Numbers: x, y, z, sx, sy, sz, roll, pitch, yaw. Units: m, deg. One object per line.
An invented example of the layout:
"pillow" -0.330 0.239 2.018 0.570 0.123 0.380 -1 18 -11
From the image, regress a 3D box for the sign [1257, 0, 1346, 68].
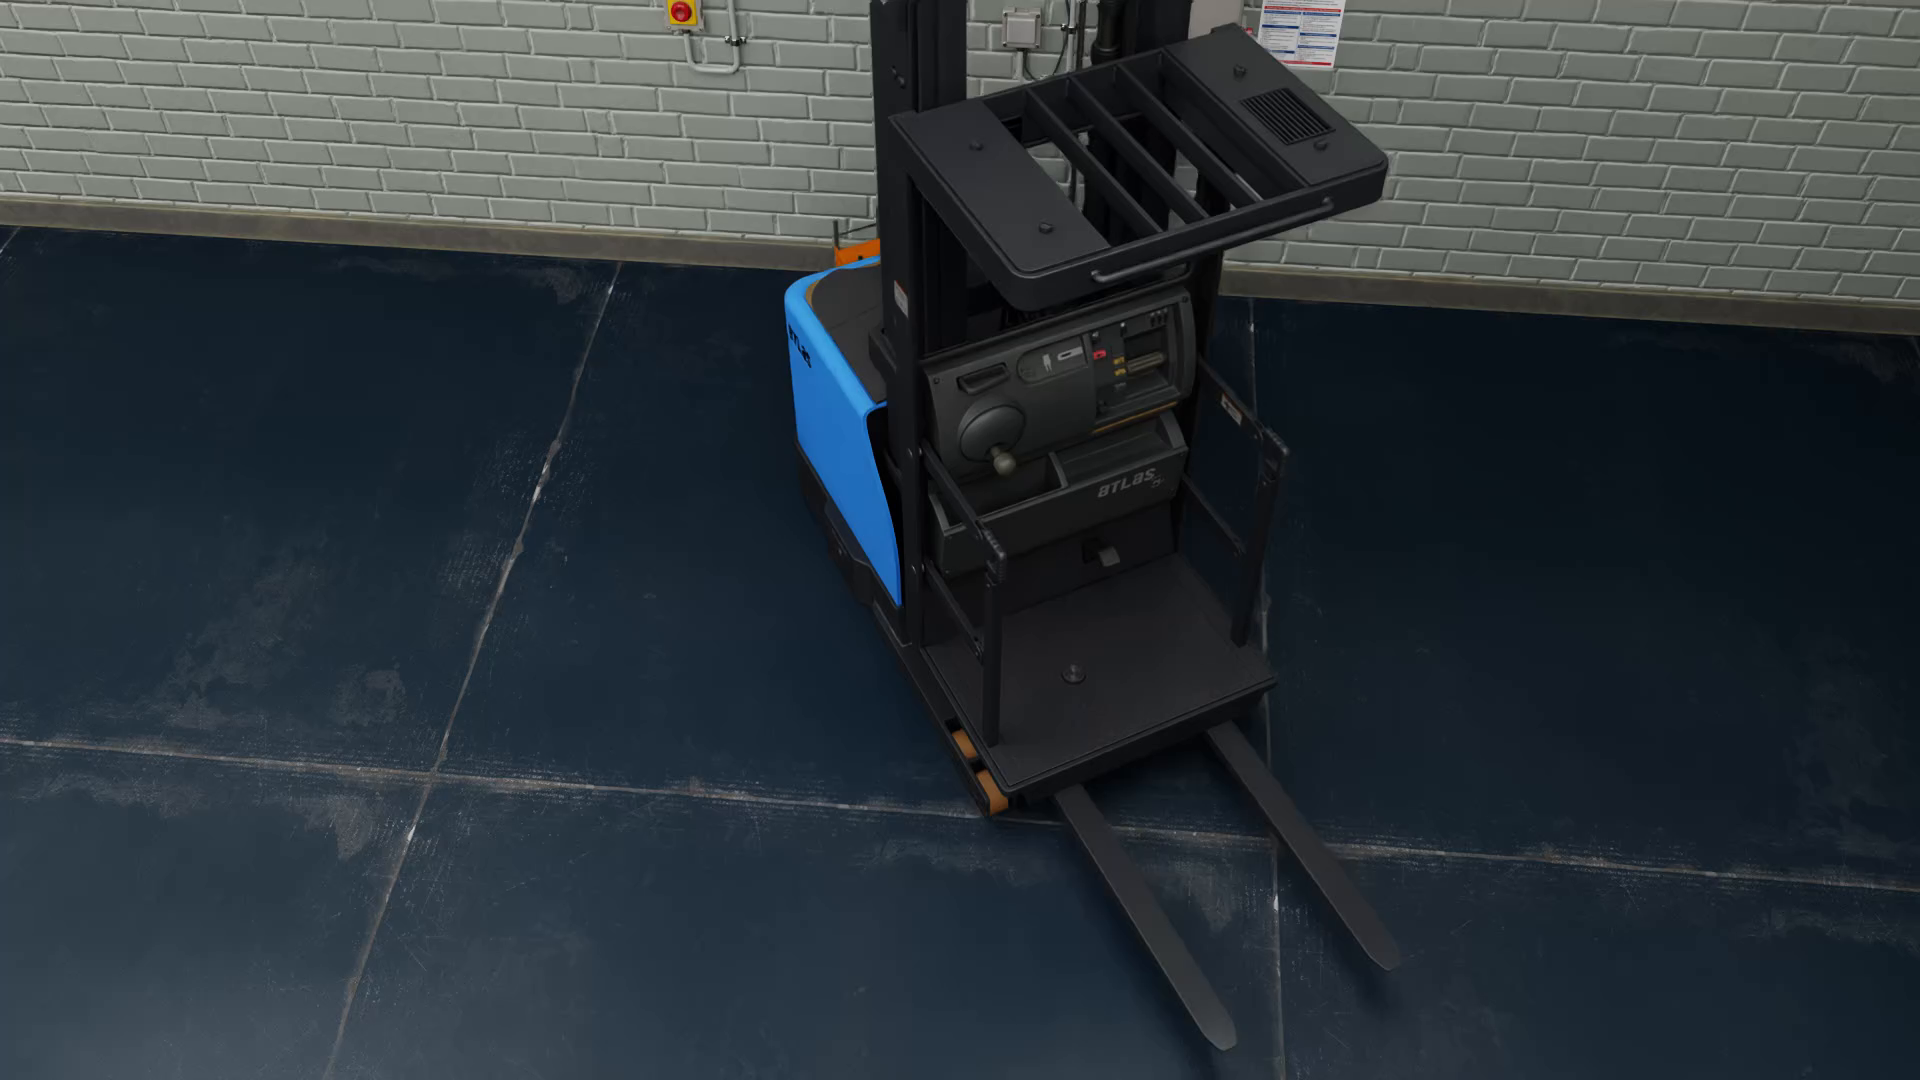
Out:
"sign" 1.386 -2.138 6.737 0.329 0.494 0.001 4 48 4

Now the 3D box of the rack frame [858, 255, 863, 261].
"rack frame" -0.296 -0.755 6.729 0.200 1.050 0.008 -20 51 -17

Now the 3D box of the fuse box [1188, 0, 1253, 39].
"fuse box" 0.876 -1.617 7.069 0.539 1.711 0.414 4 48 4

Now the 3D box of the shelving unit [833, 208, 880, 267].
"shelving unit" -0.349 -0.836 6.803 0.215 1.050 0.252 -20 51 -17

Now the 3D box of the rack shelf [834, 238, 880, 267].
"rack shelf" -0.349 -1.020 6.601 0.215 0.259 0.240 -20 51 -17

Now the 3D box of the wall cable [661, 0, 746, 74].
"wall cable" -1.203 -2.653 6.434 0.585 1.953 0.123 4 48 4

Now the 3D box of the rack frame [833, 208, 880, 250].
"rack frame" -0.403 -0.917 6.877 0.200 1.050 0.008 -20 51 -17

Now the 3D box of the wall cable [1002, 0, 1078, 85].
"wall cable" 0.211 -2.556 6.366 0.588 1.984 0.122 4 48 4

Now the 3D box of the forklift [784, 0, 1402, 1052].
"forklift" 0.429 -0.401 5.130 1.130 2.935 3.031 -20 51 -17
